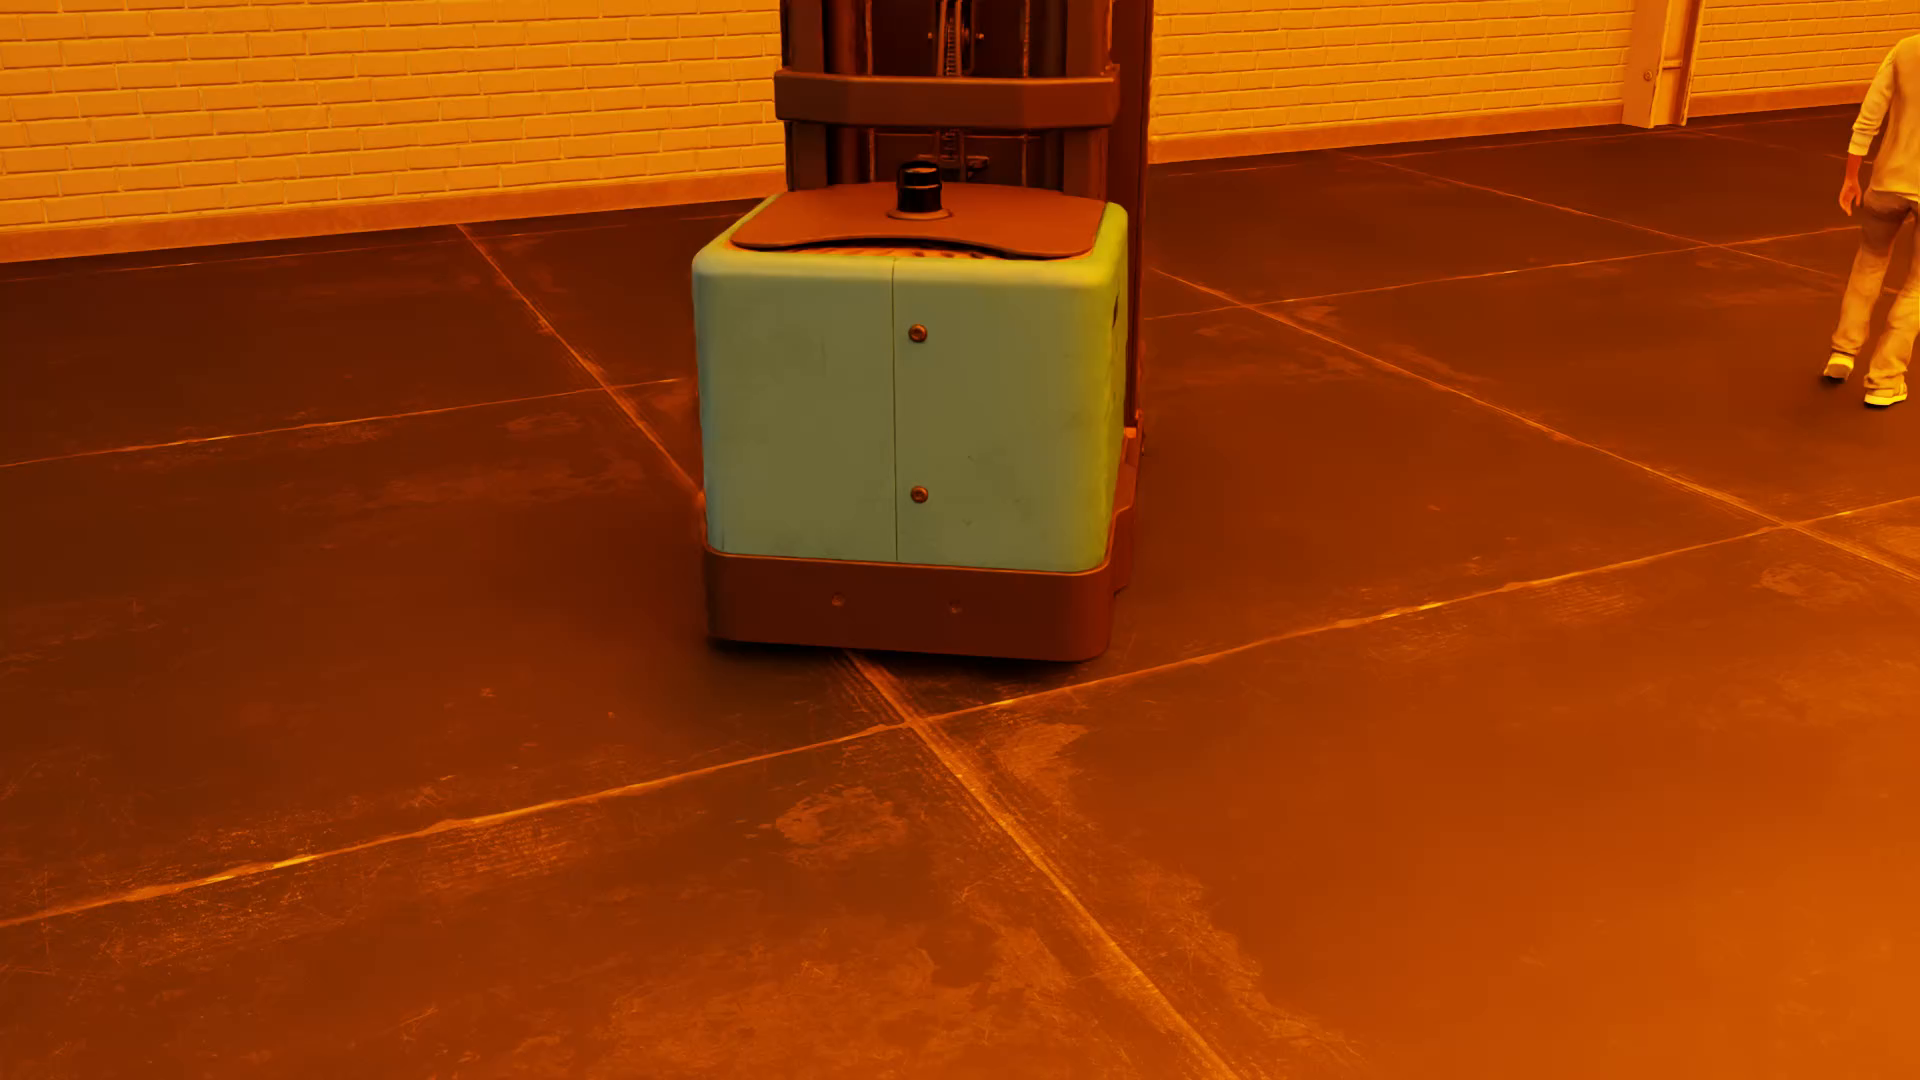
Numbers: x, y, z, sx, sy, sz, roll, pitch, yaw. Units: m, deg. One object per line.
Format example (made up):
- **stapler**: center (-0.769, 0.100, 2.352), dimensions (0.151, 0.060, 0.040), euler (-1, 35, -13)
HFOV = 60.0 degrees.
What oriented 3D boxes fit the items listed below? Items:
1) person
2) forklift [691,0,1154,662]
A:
- **person**: center (3.569, -1.275, 6.191), dimensions (0.459, 1.627, 0.510), euler (-21, 30, -41)
- **forklift**: center (0.052, -1.578, 5.085), dimensions (1.130, 2.935, 3.031), euler (3, 23, 7)
